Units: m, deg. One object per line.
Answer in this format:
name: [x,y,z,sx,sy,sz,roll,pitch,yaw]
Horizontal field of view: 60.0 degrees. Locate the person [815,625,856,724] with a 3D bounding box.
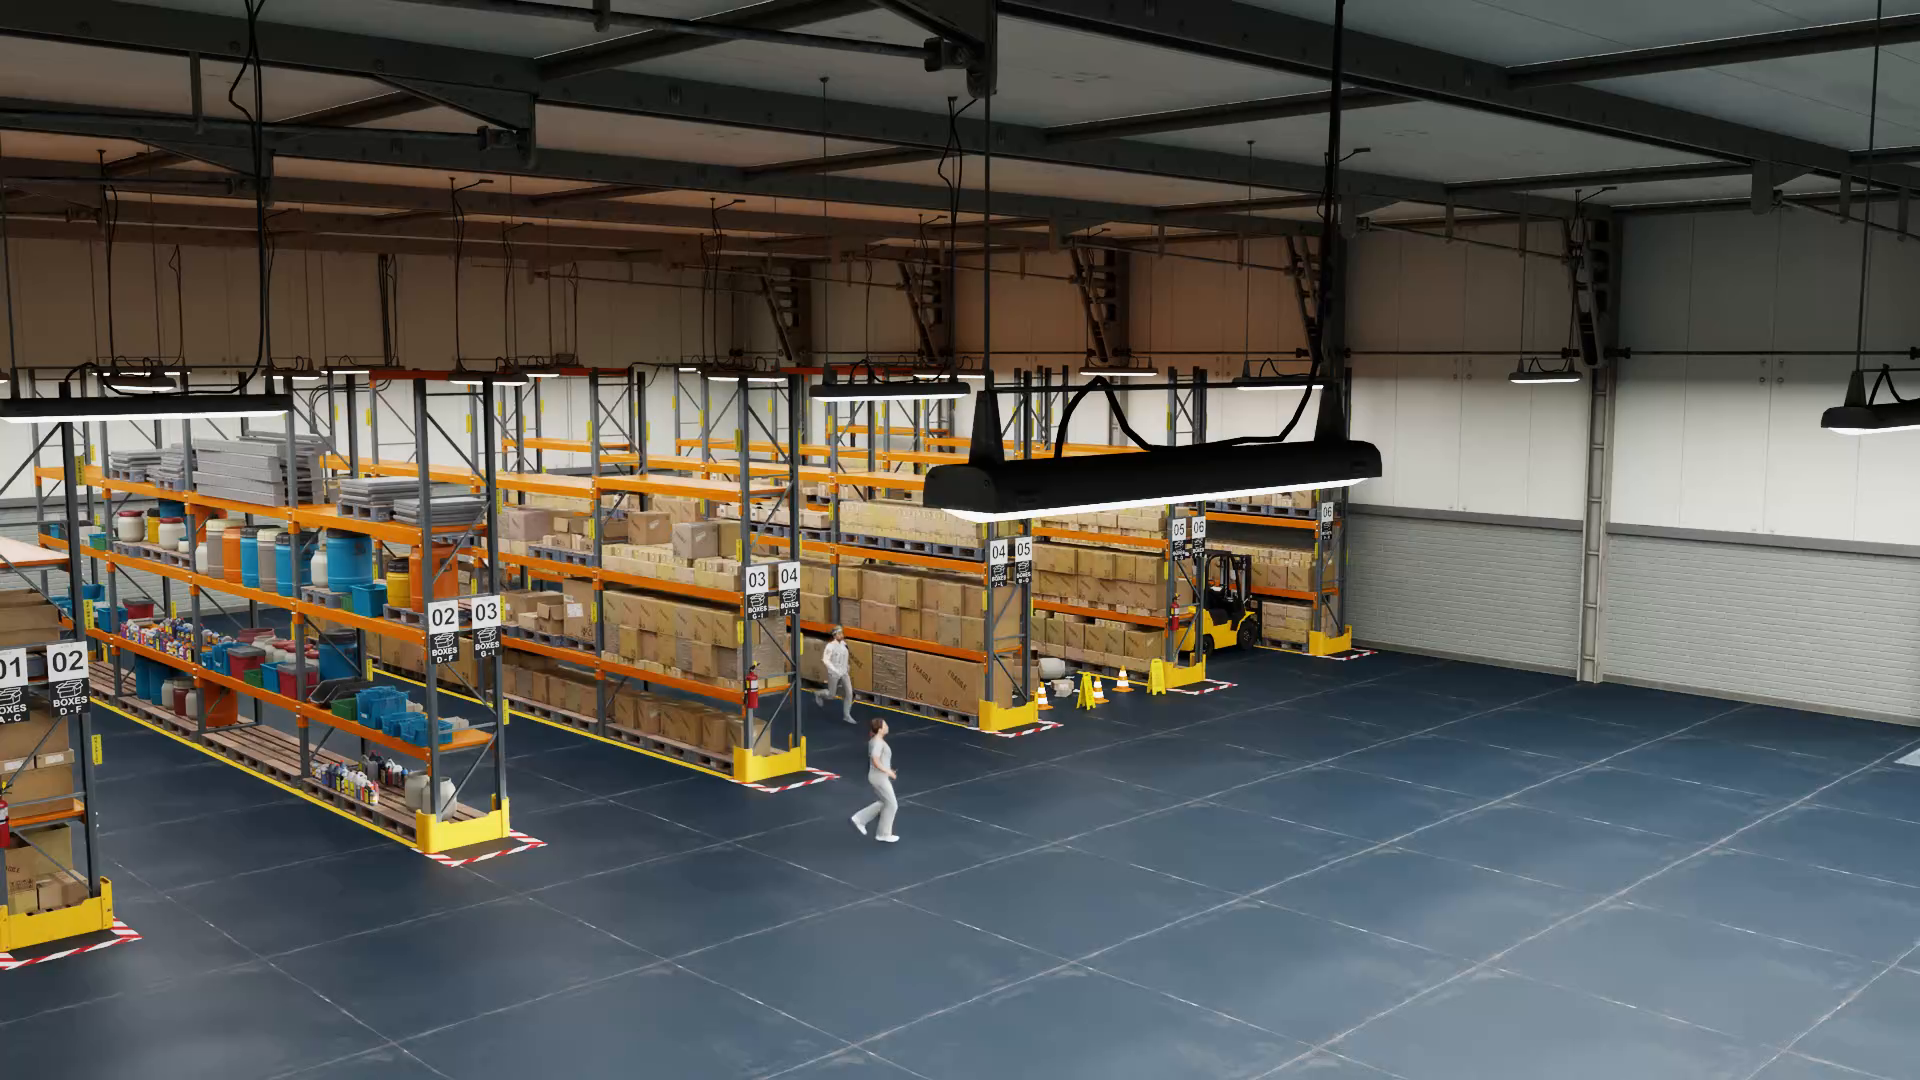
person: [-2.133,2.296,28.683,0.603,1.684,0.933,-6,9,-44]

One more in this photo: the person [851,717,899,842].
person: [-1.093,3.101,21.473,0.619,1.643,0.574,-1,7,-11]

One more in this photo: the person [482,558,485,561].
person: [-10.969,1.225,37.716,0.709,1.796,0.687,-6,9,-41]

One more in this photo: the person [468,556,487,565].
person: [-11.651,0.982,39.993,0.742,1.685,0.555,4,8,31]
